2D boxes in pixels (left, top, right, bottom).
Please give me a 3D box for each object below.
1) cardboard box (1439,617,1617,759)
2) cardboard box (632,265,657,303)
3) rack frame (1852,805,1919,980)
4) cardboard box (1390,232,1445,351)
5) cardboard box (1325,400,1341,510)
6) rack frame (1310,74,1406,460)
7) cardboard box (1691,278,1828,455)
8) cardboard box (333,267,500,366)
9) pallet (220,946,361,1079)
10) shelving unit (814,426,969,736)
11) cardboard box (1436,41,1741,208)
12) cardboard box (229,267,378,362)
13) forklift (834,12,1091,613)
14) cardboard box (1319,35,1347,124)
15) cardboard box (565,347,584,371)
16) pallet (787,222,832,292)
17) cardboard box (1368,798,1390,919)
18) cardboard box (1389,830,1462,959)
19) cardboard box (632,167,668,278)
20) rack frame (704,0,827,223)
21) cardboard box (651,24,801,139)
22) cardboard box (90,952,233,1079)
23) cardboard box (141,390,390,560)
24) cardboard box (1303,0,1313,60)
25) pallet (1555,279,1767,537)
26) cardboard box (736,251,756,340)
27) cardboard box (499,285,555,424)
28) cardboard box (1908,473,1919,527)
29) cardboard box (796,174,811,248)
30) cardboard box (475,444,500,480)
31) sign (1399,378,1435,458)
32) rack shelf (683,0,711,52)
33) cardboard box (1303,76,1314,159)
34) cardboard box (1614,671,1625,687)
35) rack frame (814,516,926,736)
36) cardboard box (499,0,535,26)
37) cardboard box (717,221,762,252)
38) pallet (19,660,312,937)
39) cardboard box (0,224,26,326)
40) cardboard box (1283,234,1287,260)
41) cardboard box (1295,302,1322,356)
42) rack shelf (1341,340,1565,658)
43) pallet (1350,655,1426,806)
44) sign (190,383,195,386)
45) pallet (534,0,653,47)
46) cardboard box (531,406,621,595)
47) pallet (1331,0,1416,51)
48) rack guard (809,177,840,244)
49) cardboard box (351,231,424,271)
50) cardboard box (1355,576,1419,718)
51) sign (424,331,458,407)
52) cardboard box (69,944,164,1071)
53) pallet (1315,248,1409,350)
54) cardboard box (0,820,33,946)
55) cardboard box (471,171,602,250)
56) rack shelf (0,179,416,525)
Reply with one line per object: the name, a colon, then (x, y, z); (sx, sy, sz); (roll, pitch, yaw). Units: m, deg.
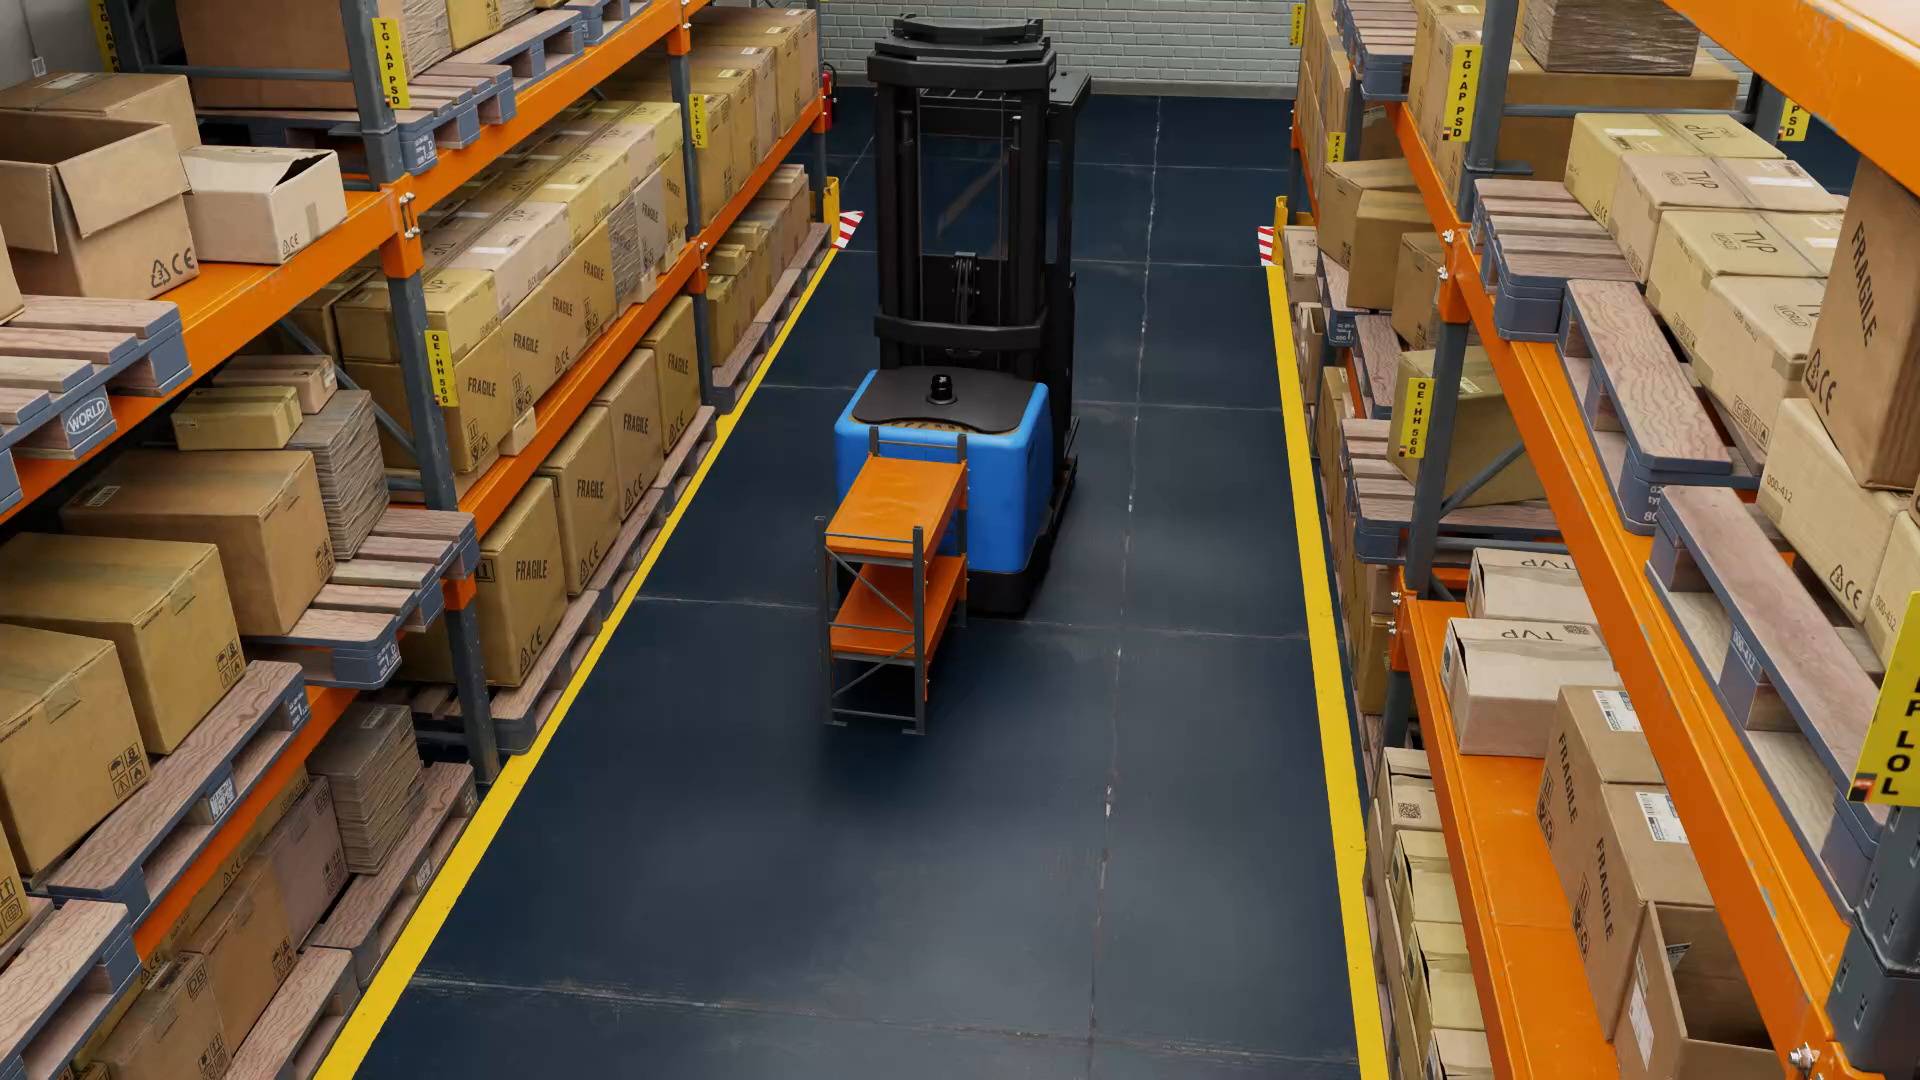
cardboard box: (1.972, 0.491, 5.771); (0.500, 0.311, 0.500); (3, 28, 6)
cardboard box: (-1.971, -1.483, 9.583); (0.380, 0.149, 0.250); (3, 28, 6)
rack frame: (1.784, -0.717, 1.592); (1.000, 3.000, 0.127); (3, 28, 6)
cardboard box: (2.609, -1.235, 8.332); (0.700, 0.500, 0.500); (-4, 29, -7)
cardboard box: (2.408, -0.469, 9.630); (0.500, 0.500, 0.500); (4, 29, 7)
rack frame: (2.764, -1.841, 10.005); (1.000, 3.000, 0.127); (3, 28, 6)
cardboard box: (2.079, -0.411, 3.904); (0.500, 0.250, 0.500); (1, 28, 2)
cardboard box: (-2.328, -0.971, 7.159); (0.500, 0.250, 0.500); (4, 29, 7)
pallet: (-2.892, 1.923, 5.957); (1.003, 0.211, 1.213); (3, 28, 6)
shelving unit: (-0.313, 0.181, 8.229); (0.538, 1.125, 1.048); (5, 29, 10)
cardboard box: (2.294, -1.530, 6.160); (0.910, 0.500, 0.500); (3, 28, 6)
cardboard box: (-2.845, -0.987, 7.189); (0.500, 0.250, 0.500); (4, 29, 8)
forklift: (0.126, -1.583, 9.598); (1.130, 2.935, 3.031); (6, 29, 10)
cardboard box: (2.691, -3.057, 11.102); (0.500, 0.500, 0.500); (4, 29, 7)
cardboard box: (-2.196, -1.007, 8.700); (0.380, 0.149, 0.250); (4, 29, 6)
pallet: (-1.683, -2.402, 13.986); (1.003, 0.211, 1.213); (3, 28, 6)
cardboard box: (1.918, 1.297, 6.637); (0.500, 0.250, 0.500); (3, 28, 6)
cardboard box: (1.862, 1.298, 6.044); (0.500, 0.311, 0.500); (3, 28, 5)
cardboard box: (-2.012, -1.839, 9.560); (0.500, 0.500, 0.500); (4, 29, 7)
rack frame: (-1.663, -4.010, 14.031); (1.000, 3.000, 0.127); (3, 28, 6)
cardboard box: (-1.794, -3.559, 12.877); (0.980, 0.700, 0.700); (3, 28, 6)
cardboard box: (-2.943, 1.714, 5.578); (0.700, 0.500, 0.500); (4, 29, 7)
cardboard box: (-2.691, -0.260, 6.502); (0.700, 0.500, 0.500); (0, 28, 0)
cardboard box: (2.938, -4.015, 12.880); (0.500, 0.500, 0.500); (4, 29, 8)
pallet: (2.145, -0.345, 4.264); (1.003, 0.211, 1.213); (5, 29, 9)
cardboard box: (-1.895, -1.794, 12.110); (0.700, 0.500, 0.500); (3, 28, 6)
cardboard box: (-2.256, -0.888, 7.796); (0.500, 0.500, 0.500); (4, 29, 8)
cardboard box: (1.898, -0.133, 2.597); (0.500, 0.500, 0.500); (4, 29, 7)
cardboard box: (-1.649, -2.759, 13.902); (0.700, 0.500, 0.500); (3, 28, 6)
cardboard box: (-2.333, -0.402, 7.578); (0.380, 0.149, 0.250); (4, 29, 7)
sign: (1.734, -0.460, 6.305); (0.100, 0.325, 0.005); (3, 28, 6)
rack shelf: (-1.908, -4.073, 11.743); (1.077, 0.370, 4.000); (3, 28, 6)
cardboard box: (2.815, -3.095, 12.228); (0.500, 0.500, 0.500); (3, 28, 6)
cardboard box: (2.438, 0.592, 5.754); (0.380, 0.149, 0.250); (3, 28, 6)
rack frame: (-0.413, 0.417, 7.790); (0.500, 1.125, 0.032); (5, 29, 10)
cardboard box: (-2.499, -2.780, 8.016); (0.700, 0.500, 0.500); (3, 28, 6)
cardboard box: (-1.673, -2.240, 12.254); (0.380, 0.149, 0.250); (3, 28, 5)
pallet: (-2.845, 0.774, 5.353); (1.003, 0.211, 1.213); (3, 28, 6)
cardboard box: (-2.836, -0.744, 4.258); (0.500, 0.500, 0.500); (2, 28, 4)
cardboard box: (2.831, -2.376, 13.521); (0.380, 0.166, 0.250); (3, 28, 6)
cardboard box: (2.644, -1.489, 11.722); (0.500, 0.311, 0.500); (3, 28, 6)
rack shelf: (2.519, -0.583, 8.428); (1.077, 0.370, 4.000); (3, 28, 6)
pallet: (2.403, 0.920, 7.820); (1.003, 0.211, 1.213); (3, 28, 6)
sign: (-3.194, -0.785, 6.824); (0.100, 0.325, 0.005); (3, 28, 6)
pallet: (-2.216, -2.929, 9.064); (0.805, 0.209, 1.217); (2, 28, 4)
cardboard box: (-2.309, -0.234, 8.845); (0.750, 0.750, 0.750); (3, 28, 6)
pallet: (2.614, -2.776, 8.776); (1.213, 0.211, 1.003); (3, 28, 6)
rack guard: (-1.660, -2.921, 14.645); (1.175, 0.500, 0.348); (3, 28, 6)
cardboard box: (-2.778, -1.231, 7.641); (0.500, 0.250, 0.500); (2, 28, 5)
cardboard box: (2.155, 0.494, 7.841); (0.500, 0.500, 0.500); (4, 29, 8)
sign: (-2.103, -0.692, 6.735); (0.100, 0.325, 0.005); (3, 28, 6)
cardboard box: (-2.949, 1.415, 5.342); (0.500, 0.250, 0.500); (3, 28, 5)
pallet: (2.558, -1.387, 9.364); (1.003, 0.211, 1.213); (3, 28, 6)
cardboard box: (-2.961, 0.900, 4.347); (0.700, 0.500, 0.500); (6, 29, 11)
cardboard box: (-2.153, -1.686, 8.487); (0.500, 0.250, 0.500); (3, 28, 5)
rack shelf: (-2.888, -0.307, 4.753); (1.077, 0.370, 4.000); (3, 28, 6)
